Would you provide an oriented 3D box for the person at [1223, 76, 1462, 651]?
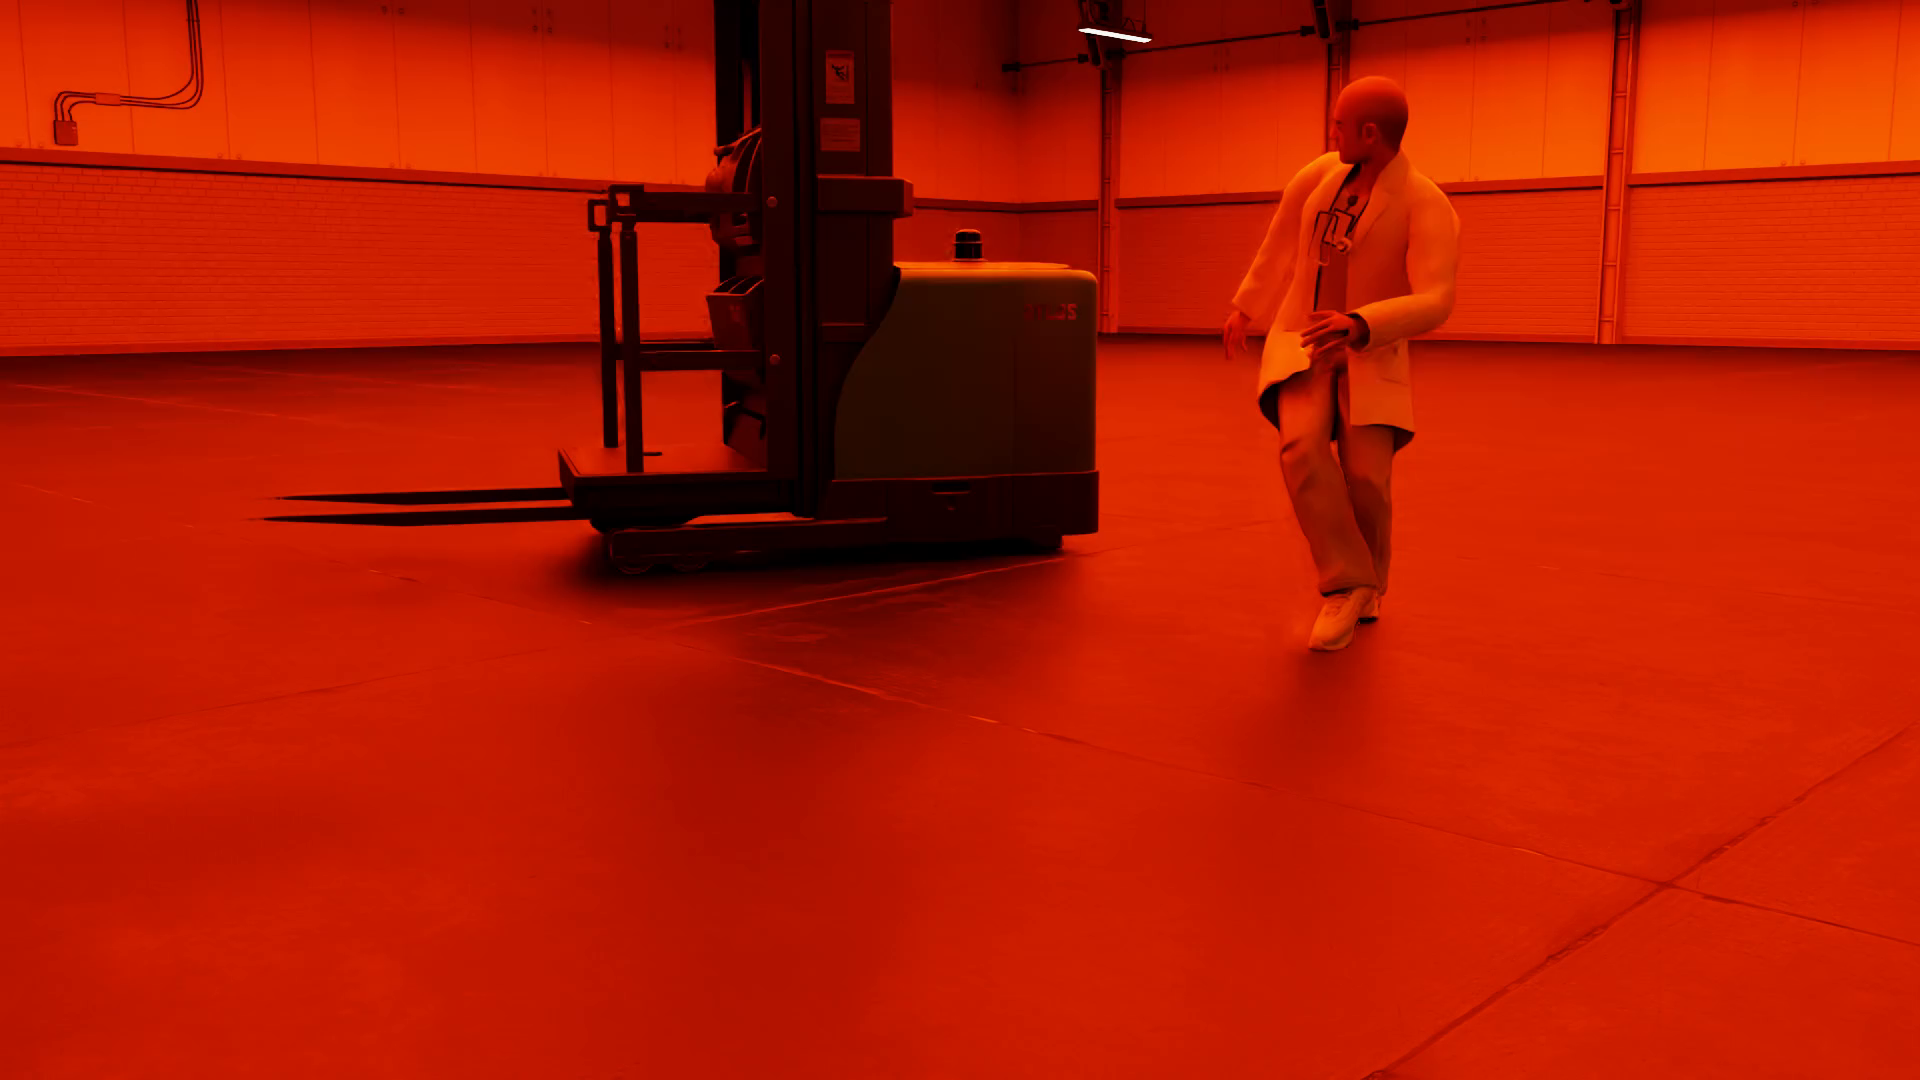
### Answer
[{"bbox_3d":[1.064,-0.539,4.952,0.808,1.618,0.831,4,10,27],"label":"person"}]

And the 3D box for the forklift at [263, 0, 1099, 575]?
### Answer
[{"bbox_3d":[-1.037,-1.414,6.265,3.031,2.935,1.130,-3,9,-16],"label":"forklift"}]
